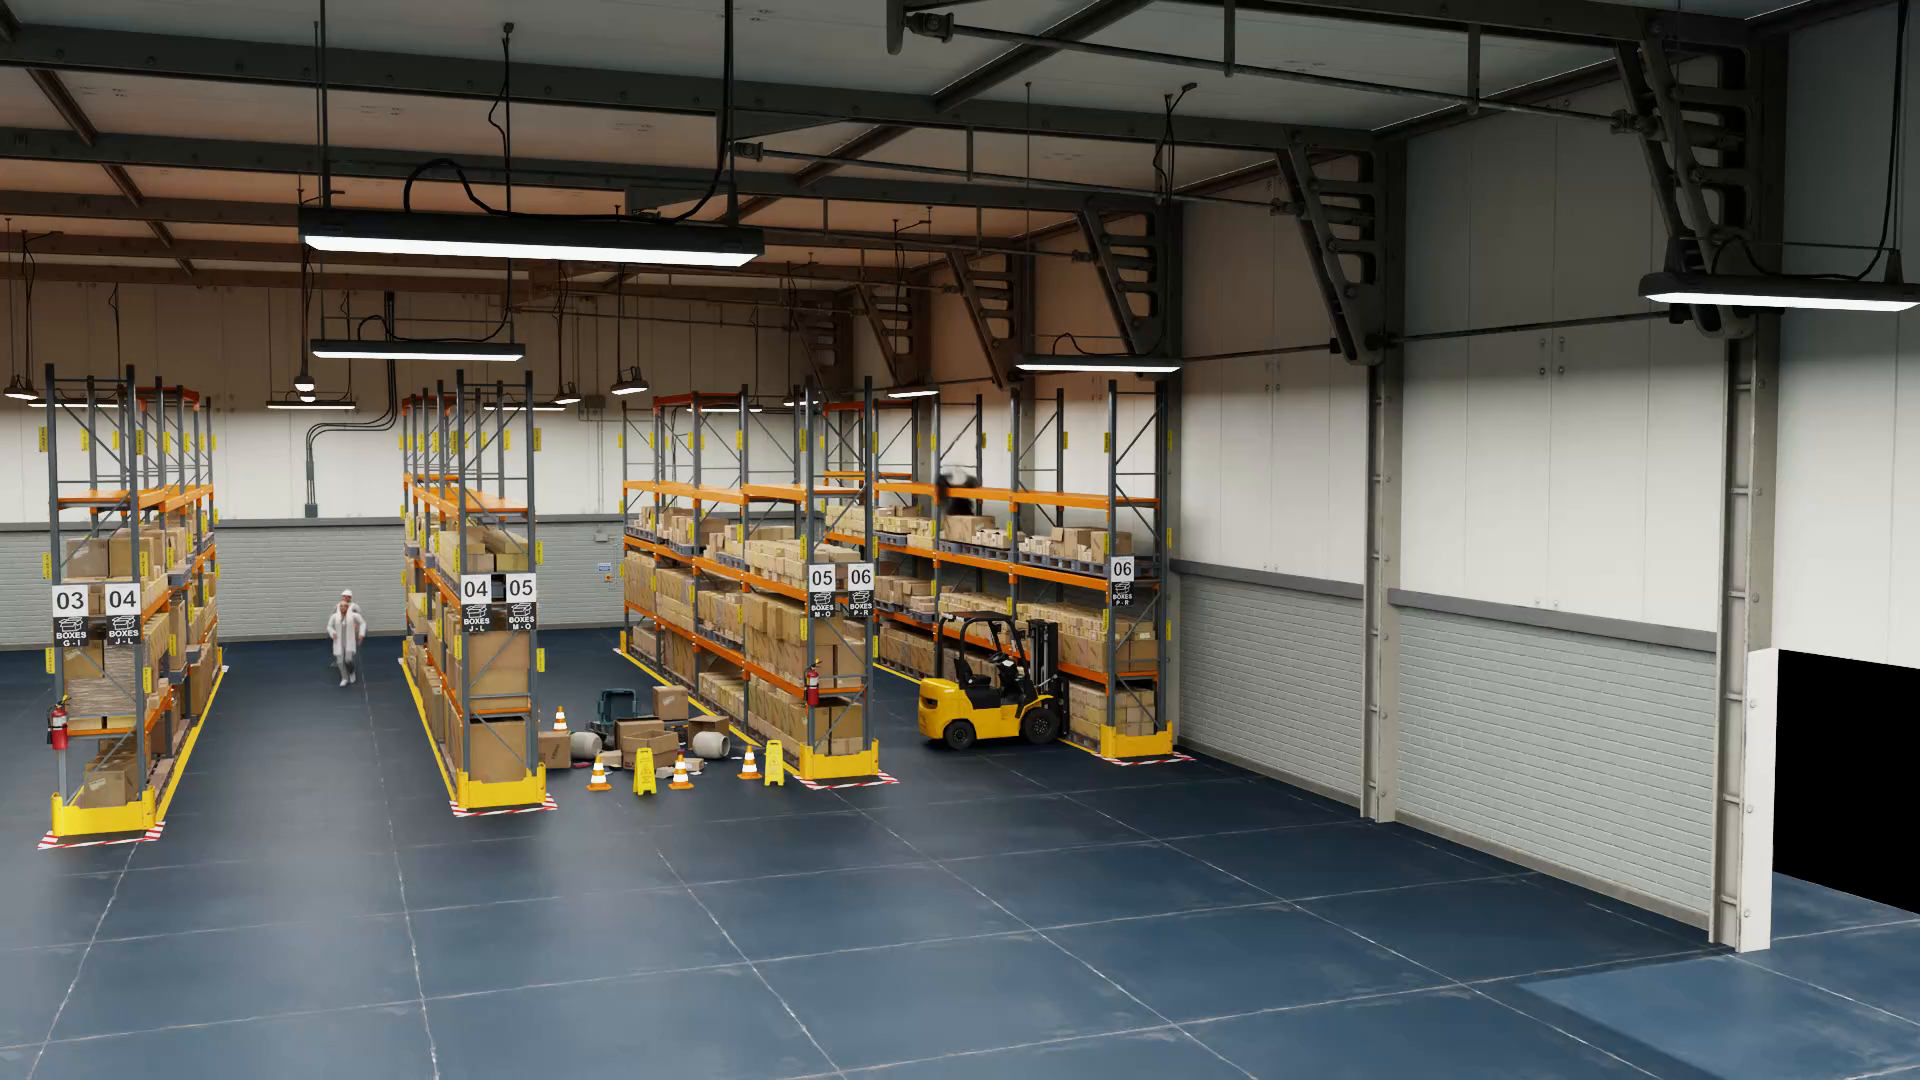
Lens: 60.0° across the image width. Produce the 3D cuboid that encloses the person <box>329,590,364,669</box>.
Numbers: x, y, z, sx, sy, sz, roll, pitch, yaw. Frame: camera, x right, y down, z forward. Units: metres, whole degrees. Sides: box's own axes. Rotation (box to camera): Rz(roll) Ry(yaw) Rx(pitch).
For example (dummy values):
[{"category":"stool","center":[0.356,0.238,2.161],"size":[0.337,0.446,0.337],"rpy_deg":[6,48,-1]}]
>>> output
[{"category":"person","center":[-13.683,1.982,36.972],"size":[0.718,1.747,0.638],"rpy_deg":[0,3,4]}]

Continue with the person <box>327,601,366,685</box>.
[{"category":"person","center":[-12.665,2.130,34.272],"size":[0.741,1.749,0.643],"rpy_deg":[-1,3,-11]}]
